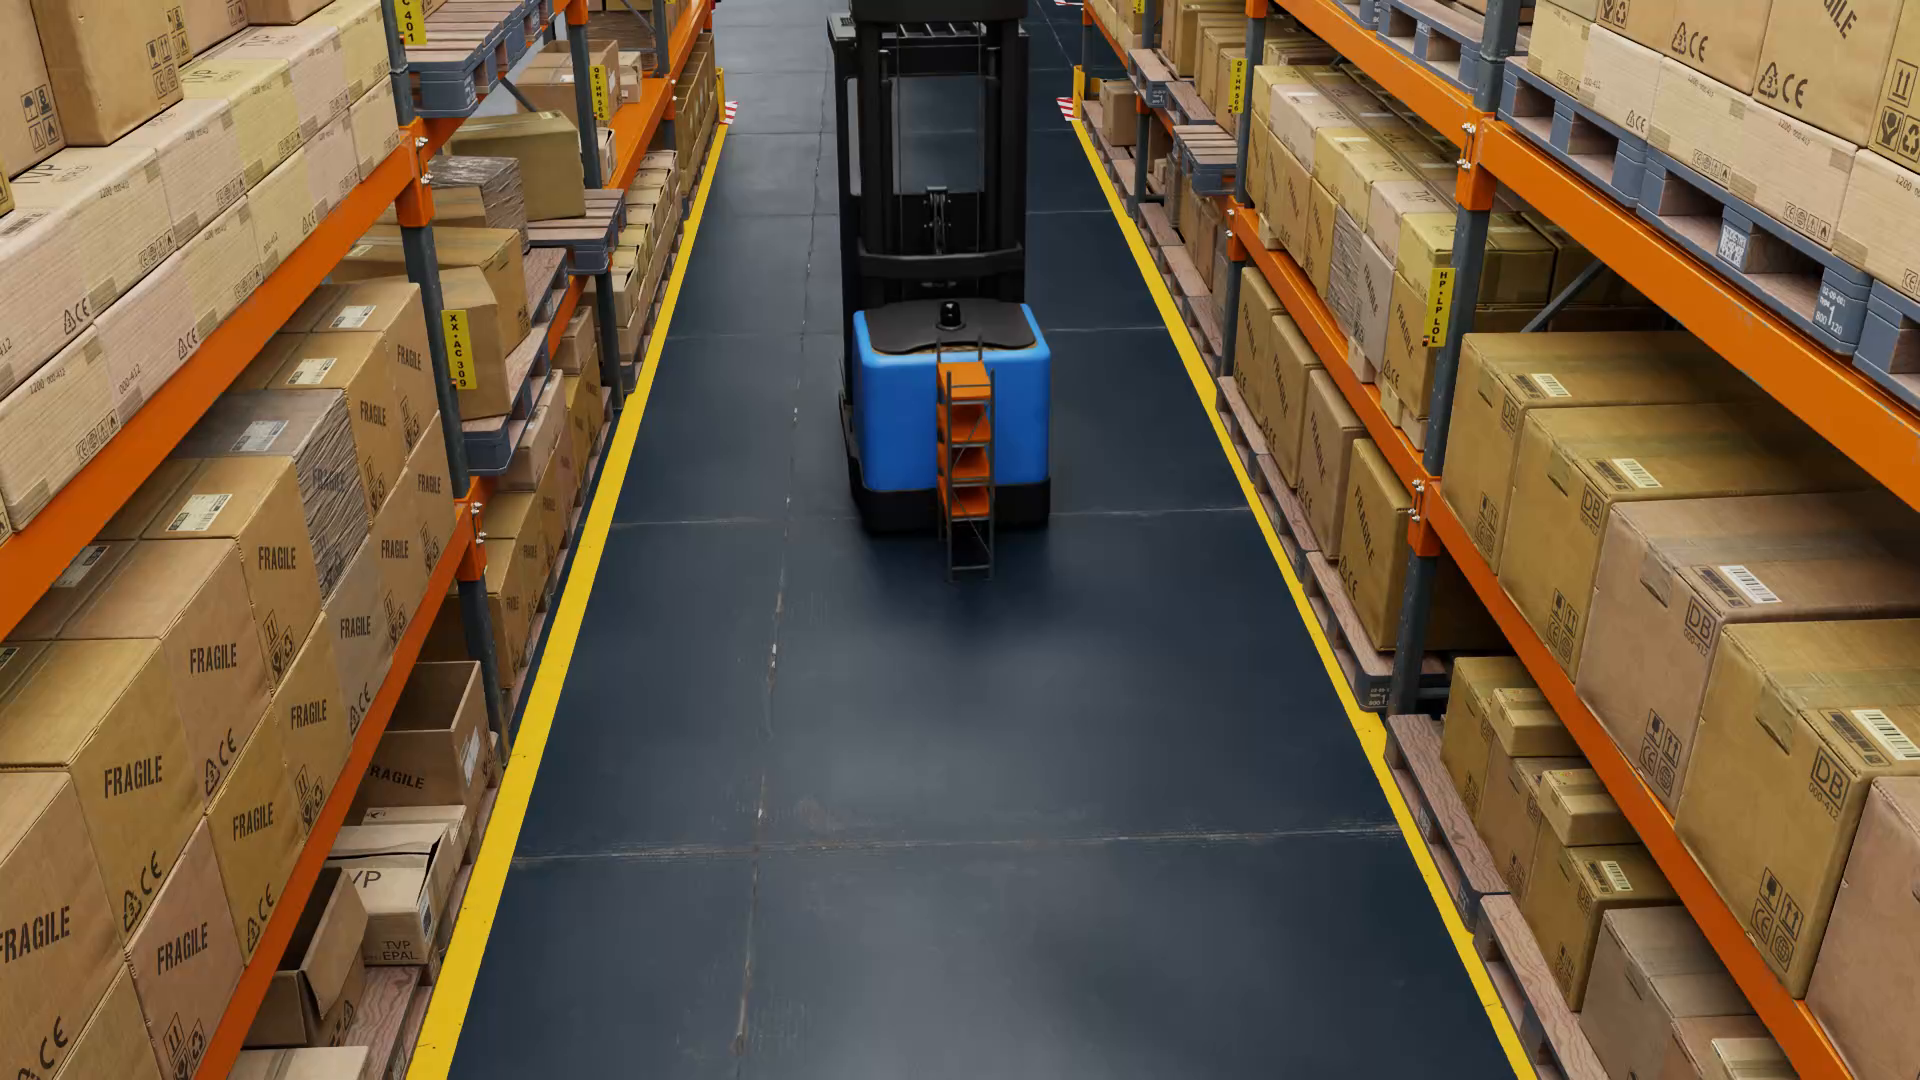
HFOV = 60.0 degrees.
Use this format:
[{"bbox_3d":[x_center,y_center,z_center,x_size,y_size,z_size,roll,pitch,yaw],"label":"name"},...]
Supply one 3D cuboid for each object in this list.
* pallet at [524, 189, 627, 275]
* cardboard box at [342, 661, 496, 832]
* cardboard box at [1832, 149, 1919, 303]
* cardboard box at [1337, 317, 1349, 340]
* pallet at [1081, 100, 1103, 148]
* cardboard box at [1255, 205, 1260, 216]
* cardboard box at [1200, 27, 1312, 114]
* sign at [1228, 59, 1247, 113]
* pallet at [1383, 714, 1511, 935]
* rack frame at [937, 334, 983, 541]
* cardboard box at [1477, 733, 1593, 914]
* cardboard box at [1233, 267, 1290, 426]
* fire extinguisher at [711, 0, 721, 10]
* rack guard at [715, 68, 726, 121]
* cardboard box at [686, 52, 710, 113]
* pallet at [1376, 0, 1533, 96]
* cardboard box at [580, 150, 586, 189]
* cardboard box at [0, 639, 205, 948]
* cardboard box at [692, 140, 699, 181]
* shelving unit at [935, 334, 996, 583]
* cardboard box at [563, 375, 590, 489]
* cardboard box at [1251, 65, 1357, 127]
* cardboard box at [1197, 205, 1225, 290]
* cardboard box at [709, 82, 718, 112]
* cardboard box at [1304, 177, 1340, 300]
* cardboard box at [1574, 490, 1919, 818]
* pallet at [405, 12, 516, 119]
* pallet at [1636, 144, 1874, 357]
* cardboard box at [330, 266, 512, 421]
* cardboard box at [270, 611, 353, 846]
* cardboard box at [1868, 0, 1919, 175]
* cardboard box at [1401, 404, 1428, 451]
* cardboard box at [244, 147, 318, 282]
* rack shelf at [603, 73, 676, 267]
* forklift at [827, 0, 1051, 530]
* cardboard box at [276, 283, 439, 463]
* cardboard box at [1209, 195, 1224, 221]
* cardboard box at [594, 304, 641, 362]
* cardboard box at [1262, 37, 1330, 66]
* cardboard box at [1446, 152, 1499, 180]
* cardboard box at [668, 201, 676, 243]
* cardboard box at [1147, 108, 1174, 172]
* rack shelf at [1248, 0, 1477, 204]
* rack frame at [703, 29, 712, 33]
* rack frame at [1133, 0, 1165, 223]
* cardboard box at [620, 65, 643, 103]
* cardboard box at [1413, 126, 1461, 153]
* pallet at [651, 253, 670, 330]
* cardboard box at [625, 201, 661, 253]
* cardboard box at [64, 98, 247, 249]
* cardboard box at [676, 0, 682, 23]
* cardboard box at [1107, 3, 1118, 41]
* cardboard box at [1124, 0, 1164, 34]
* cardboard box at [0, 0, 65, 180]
[{"bbox_3d":[-2.603,-1.792,9.649,1.213,0.211,1.003,-1,28,-3],"label":"pallet"},{"bbox_3d":[-2.187,0.829,6.645,0.500,0.500,0.500,-1,28,-3],"label":"cardboard box"},{"bbox_3d":[2.324,-0.681,3.668,0.500,0.250,0.500,-2,28,-5],"label":"cardboard box"},{"bbox_3d":[2.124,-1.097,8.359,0.380,0.149,0.250,-2,28,-4],"label":"cardboard box"},{"bbox_3d":[1.831,-4.356,17.374,1.003,0.211,1.213,-1,28,-3],"label":"pallet"},{"bbox_3d":[2.024,-2.049,10.185,0.380,0.149,0.250,-2,28,-3],"label":"cardboard box"},{"bbox_3d":[2.116,-3.340,11.827,0.700,0.500,0.500,-1,28,-3],"label":"cardboard box"},{"bbox_3d":[1.696,-2.770,10.151,0.100,0.325,0.005,-1,28,-3],"label":"sign"},{"bbox_3d":[2.408,1.127,6.860,1.003,0.211,1.213,-1,28,-3],"label":"pallet"},{"bbox_3d":[-0.002,-0.537,8.982,0.240,1.200,0.015,-3,28,-6],"label":"rack frame"},{"bbox_3d":[2.406,1.040,6.261,0.700,0.500,0.500,-2,28,-3],"label":"cardboard box"},{"bbox_3d":[2.145,-1.200,10.177,0.750,0.750,0.750,-2,28,-3],"label":"cardboard box"},{"bbox_3d":[-2.669,-5.914,17.429,0.296,0.674,0.183,-1,28,-3],"label":"fire extinguisher"},{"bbox_3d":[-3.128,-4.785,17.884,1.175,0.500,0.348,-1,28,-3],"label":"rack guard"},{"bbox_3d":[-2.735,-4.480,16.304,0.500,0.500,0.500,-1,28,-3],"label":"cardboard box"},{"bbox_3d":[2.349,-2.129,7.052,0.805,0.209,1.217,-2,28,-5],"label":"pallet"},{"bbox_3d":[-2.684,-2.317,10.546,0.500,0.311,0.500,0,28,1],"label":"cardboard box"},{"bbox_3d":[-2.086,0.566,3.731,0.500,0.500,0.500,-1,28,-2],"label":"cardboard box"},{"bbox_3d":[-2.660,-3.455,15.149,0.500,0.250,0.500,-1,28,-3],"label":"cardboard box"},{"bbox_3d":[0.026,-0.425,8.767,0.258,1.200,0.503,-3,28,-6],"label":"shelving unit"},{"bbox_3d":[-2.399,-0.609,9.402,0.500,0.500,0.500,-2,28,-5],"label":"cardboard box"},{"bbox_3d":[2.005,-2.598,9.725,0.500,0.250,0.500,-1,28,-1],"label":"cardboard box"},{"bbox_3d":[2.183,-2.197,12.446,0.700,0.500,0.500,-2,28,-3],"label":"cardboard box"},{"bbox_3d":[-2.804,-4.609,17.363,0.500,0.250,0.500,-1,28,-3],"label":"cardboard box"},{"bbox_3d":[2.085,-1.552,8.531,0.500,0.500,0.500,-1,28,-1],"label":"cardboard box"},{"bbox_3d":[2.539,0.329,5.051,0.980,0.700,0.700,-3,28,-5],"label":"cardboard box"},{"bbox_3d":[-2.464,-1.890,6.590,1.213,0.211,1.003,-1,28,-3],"label":"pallet"},{"bbox_3d":[2.540,-0.813,4.417,1.003,0.211,1.213,-1,28,-3],"label":"pallet"},{"bbox_3d":[-2.301,-0.795,6.969,0.700,0.500,0.500,-11,29,-20],"label":"cardboard box"},{"bbox_3d":[-2.131,0.550,4.844,0.500,0.500,0.500,-1,28,-2],"label":"cardboard box"},{"bbox_3d":[2.330,-1.004,3.477,0.500,0.500,0.500,-1,28,-1],"label":"cardboard box"},{"bbox_3d":[2.146,-0.509,7.232,0.380,0.149,0.250,-1,28,-2],"label":"cardboard box"},{"bbox_3d":[-2.159,-0.924,4.697,0.500,0.250,0.500,-1,28,-3],"label":"cardboard box"},{"bbox_3d":[-2.813,-2.793,12.139,1.077,0.370,4.000,-1,28,-3],"label":"rack shelf"},{"bbox_3d":[-0.190,-2.007,9.928,1.130,2.935,3.031,-3,28,-6],"label":"forklift"},{"bbox_3d":[-2.215,-0.601,5.970,0.500,0.500,0.500,-1,28,-2],"label":"cardboard box"},{"bbox_3d":[2.149,-2.562,12.335,0.500,0.250,0.500,-2,28,-3],"label":"cardboard box"},{"bbox_3d":[-2.443,-1.404,11.217,0.500,0.250,0.500,-1,28,-3],"label":"cardboard box"},{"bbox_3d":[2.158,-3.143,10.747,0.380,0.149,0.250,-6,28,-11],"label":"cardboard box"},{"bbox_3d":[2.618,-1.671,7.948,0.500,0.250,0.500,-2,28,-4],"label":"cardboard box"},{"bbox_3d":[-2.582,-2.584,13.480,0.500,0.250,0.500,-2,28,-3],"label":"cardboard box"},{"bbox_3d":[1.935,-3.722,15.369,0.500,0.500,0.500,-3,28,-7],"label":"cardboard box"},{"bbox_3d":[2.342,-2.397,8.136,1.077,0.370,4.000,-1,28,-3],"label":"rack shelf"},{"bbox_3d":[-3.127,-5.882,17.285,1.000,3.000,0.127,-1,28,-3],"label":"rack frame"},{"bbox_3d":[2.029,-4.157,13.976,1.000,3.000,0.127,-1,28,-3],"label":"rack frame"},{"bbox_3d":[-2.689,-3.574,13.004,0.396,0.266,0.258,-2,28,-4],"label":"cardboard box"},{"bbox_3d":[2.595,-1.912,8.411,0.500,0.250,0.500,-2,28,-4],"label":"cardboard box"},{"bbox_3d":[-2.774,-1.895,12.655,1.003,0.211,1.213,-1,28,-3],"label":"pallet"},{"bbox_3d":[-2.531,-2.368,12.459,0.500,0.311,0.500,-2,28,-3],"label":"cardboard box"},{"bbox_3d":[-2.132,-0.915,4.139,0.500,0.250,0.500,-1,28,-3],"label":"cardboard box"},{"bbox_3d":[-3.063,-5.239,15.943,0.700,0.500,0.500,-1,28,-2],"label":"cardboard box"},{"bbox_3d":[1.642,-4.773,15.297,0.500,0.250,0.500,-2,28,-3],"label":"cardboard box"},{"bbox_3d":[1.695,-4.642,14.237,0.500,0.500,0.500,-1,28,-3],"label":"cardboard box"},{"bbox_3d":[-2.409,-1.009,3.508,0.700,0.500,0.500,-1,28,-3],"label":"cardboard box"}]
